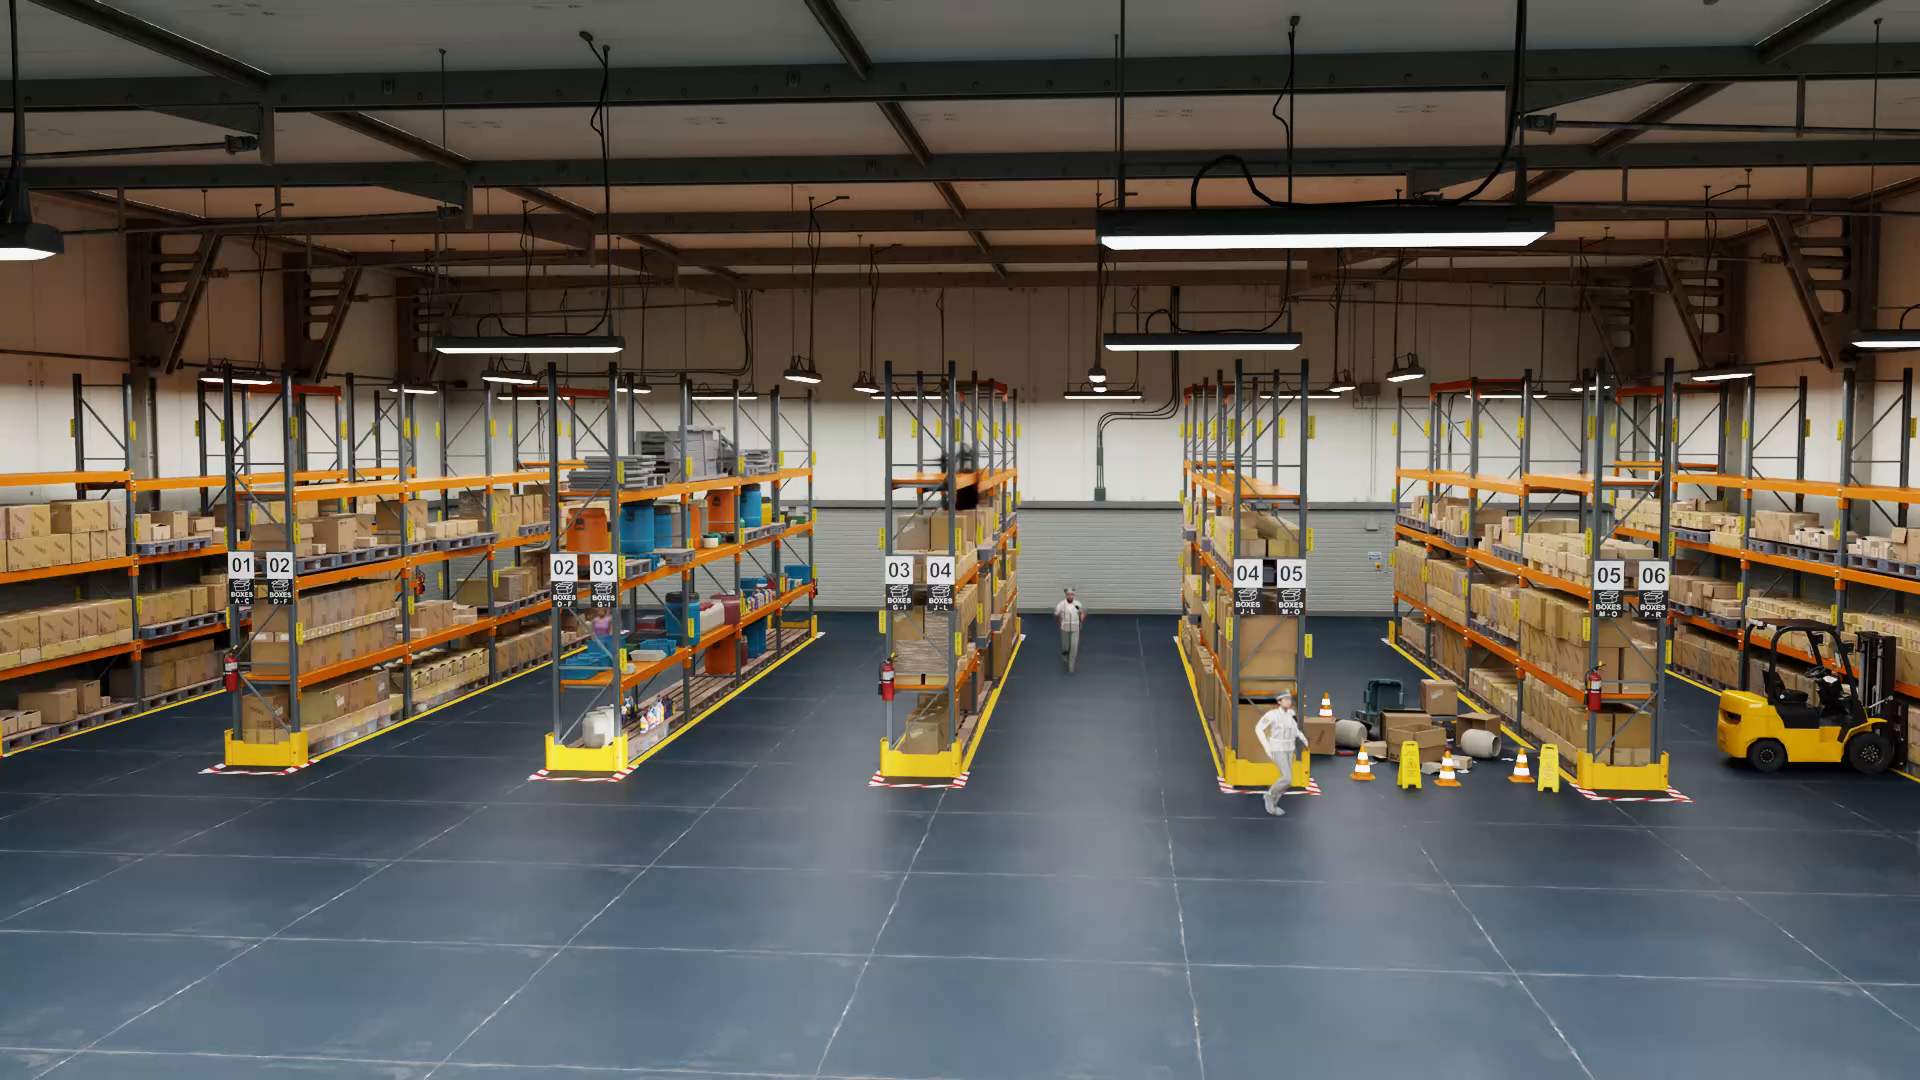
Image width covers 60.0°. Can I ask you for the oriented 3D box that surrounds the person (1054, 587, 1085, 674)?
[{"bbox_3d":[2.286,1.863,34.648,0.663,1.772,0.816,0,4,-2],"label":"person"}]

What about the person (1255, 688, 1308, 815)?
[{"bbox_3d":[4.214,2.748,21.572,0.624,1.666,0.577,-3,5,-37],"label":"person"}]

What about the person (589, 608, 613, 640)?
[{"bbox_3d":[-7.080,2.083,32.905,0.537,1.541,0.549,0,4,-7],"label":"person"}]
